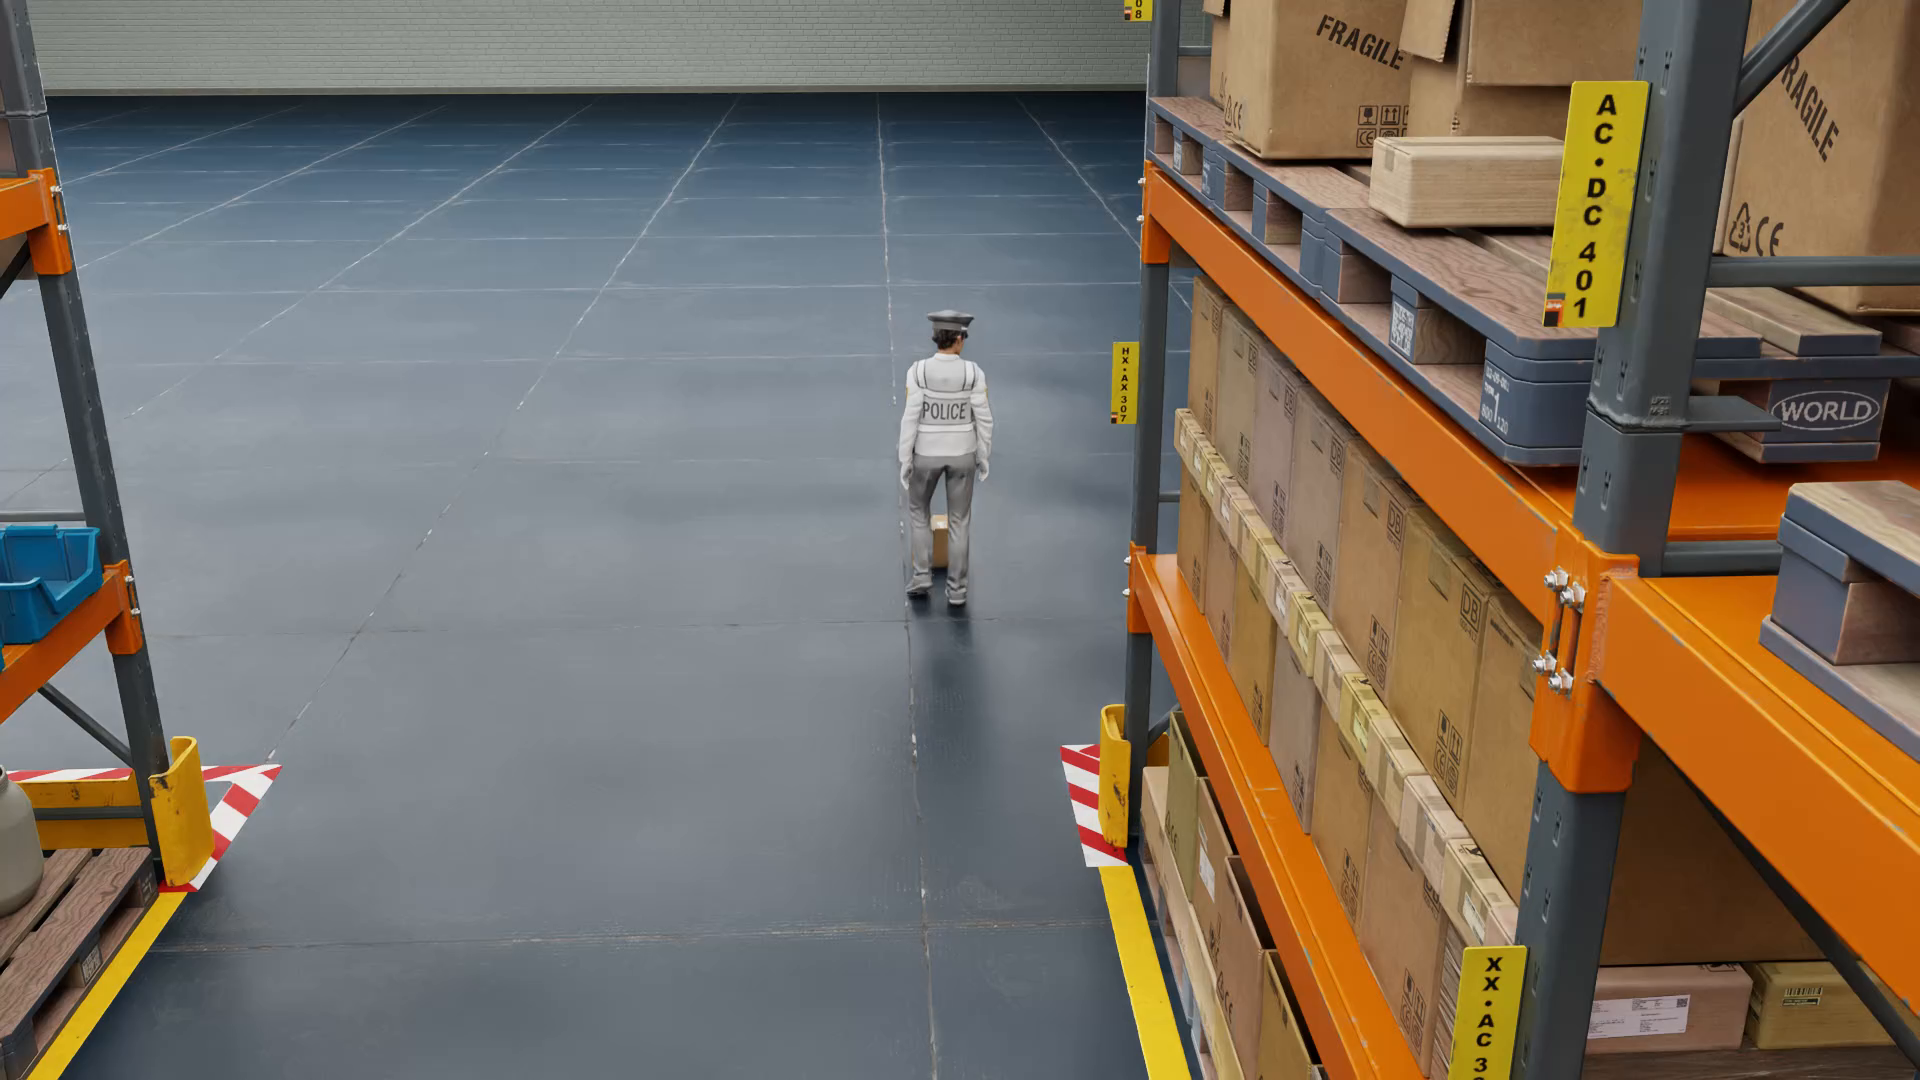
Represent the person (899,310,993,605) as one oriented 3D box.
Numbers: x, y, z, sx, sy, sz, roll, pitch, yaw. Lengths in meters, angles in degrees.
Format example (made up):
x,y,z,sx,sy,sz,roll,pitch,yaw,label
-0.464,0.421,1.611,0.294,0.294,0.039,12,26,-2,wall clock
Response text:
x,y,z,sx,sy,sz,roll,pitch,yaw,label
-0.083,-0.435,9.261,0.521,1.722,0.436,-1,21,-3,person
